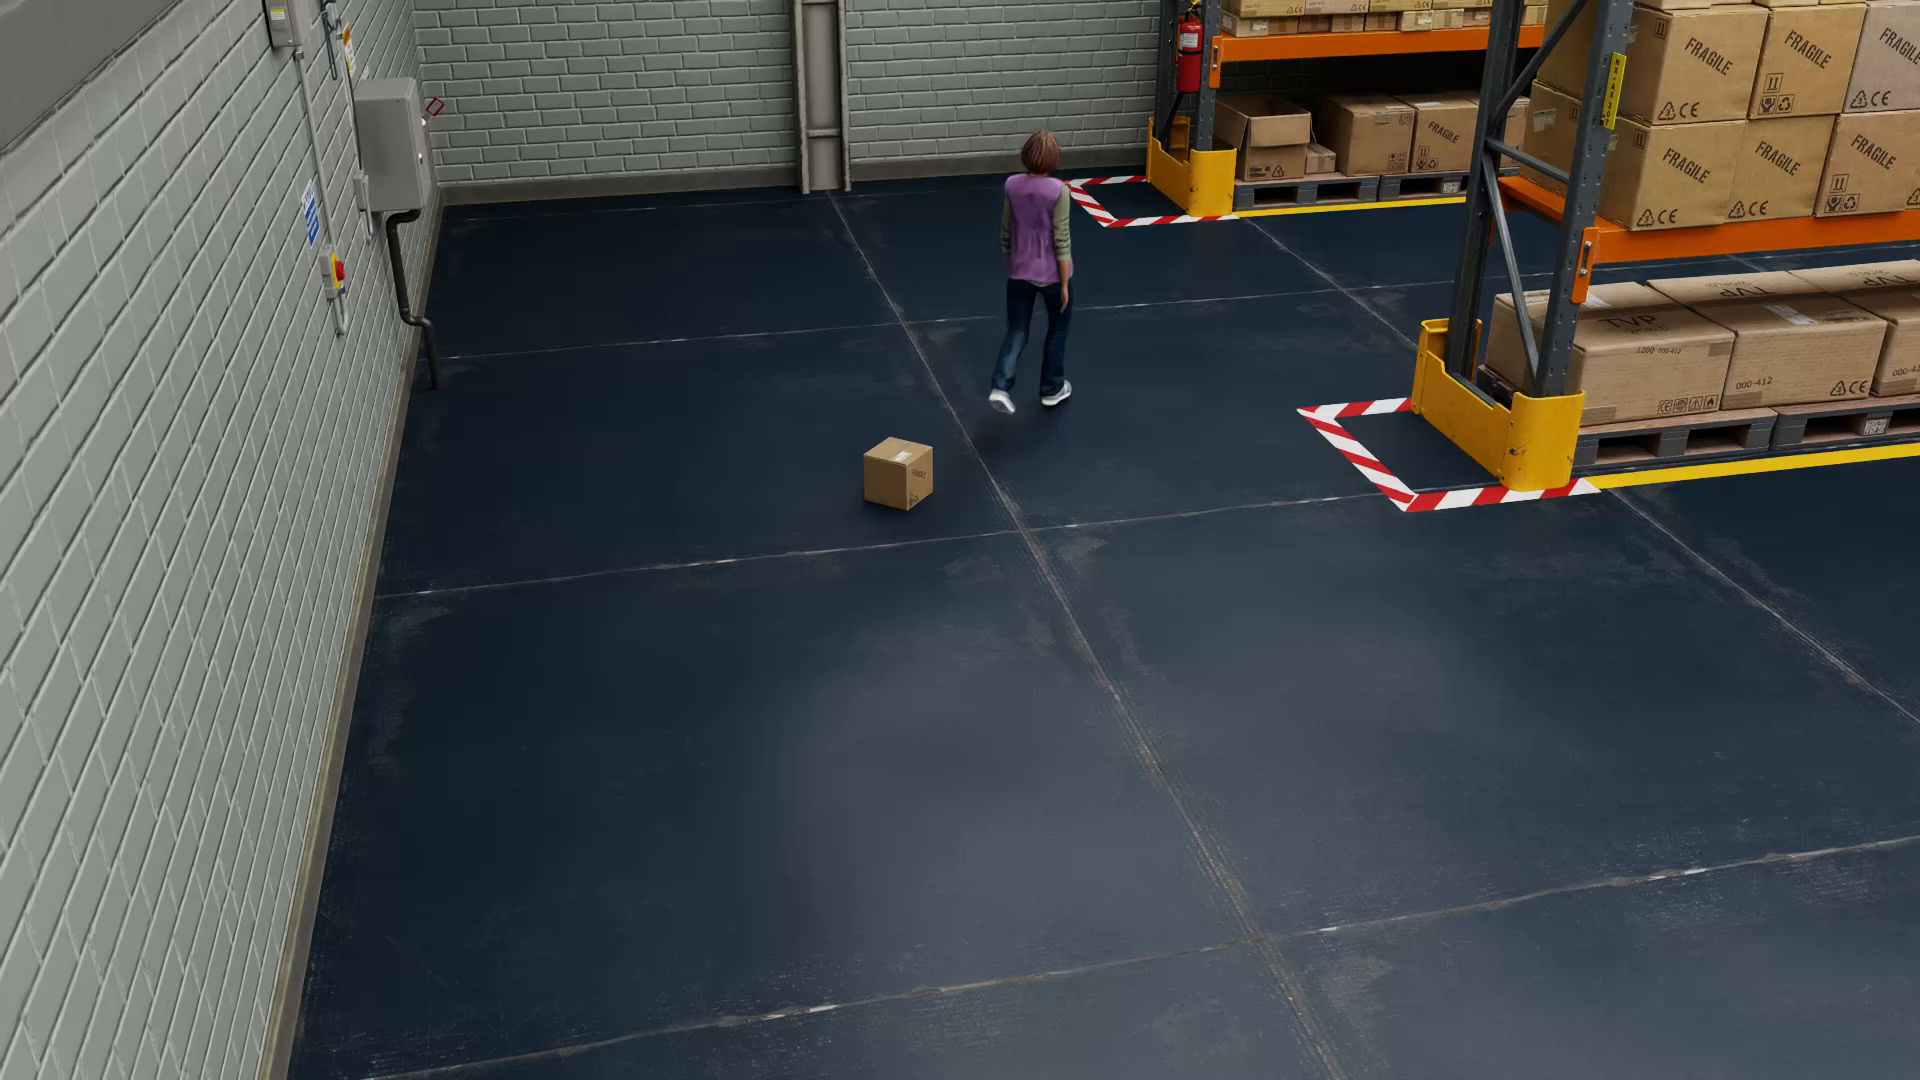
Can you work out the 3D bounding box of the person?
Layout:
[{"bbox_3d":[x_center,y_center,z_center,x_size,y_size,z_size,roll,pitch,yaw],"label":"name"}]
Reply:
[{"bbox_3d":[0.390,-1.396,8.829,0.432,1.558,0.790,11,29,21],"label":"person"}]
